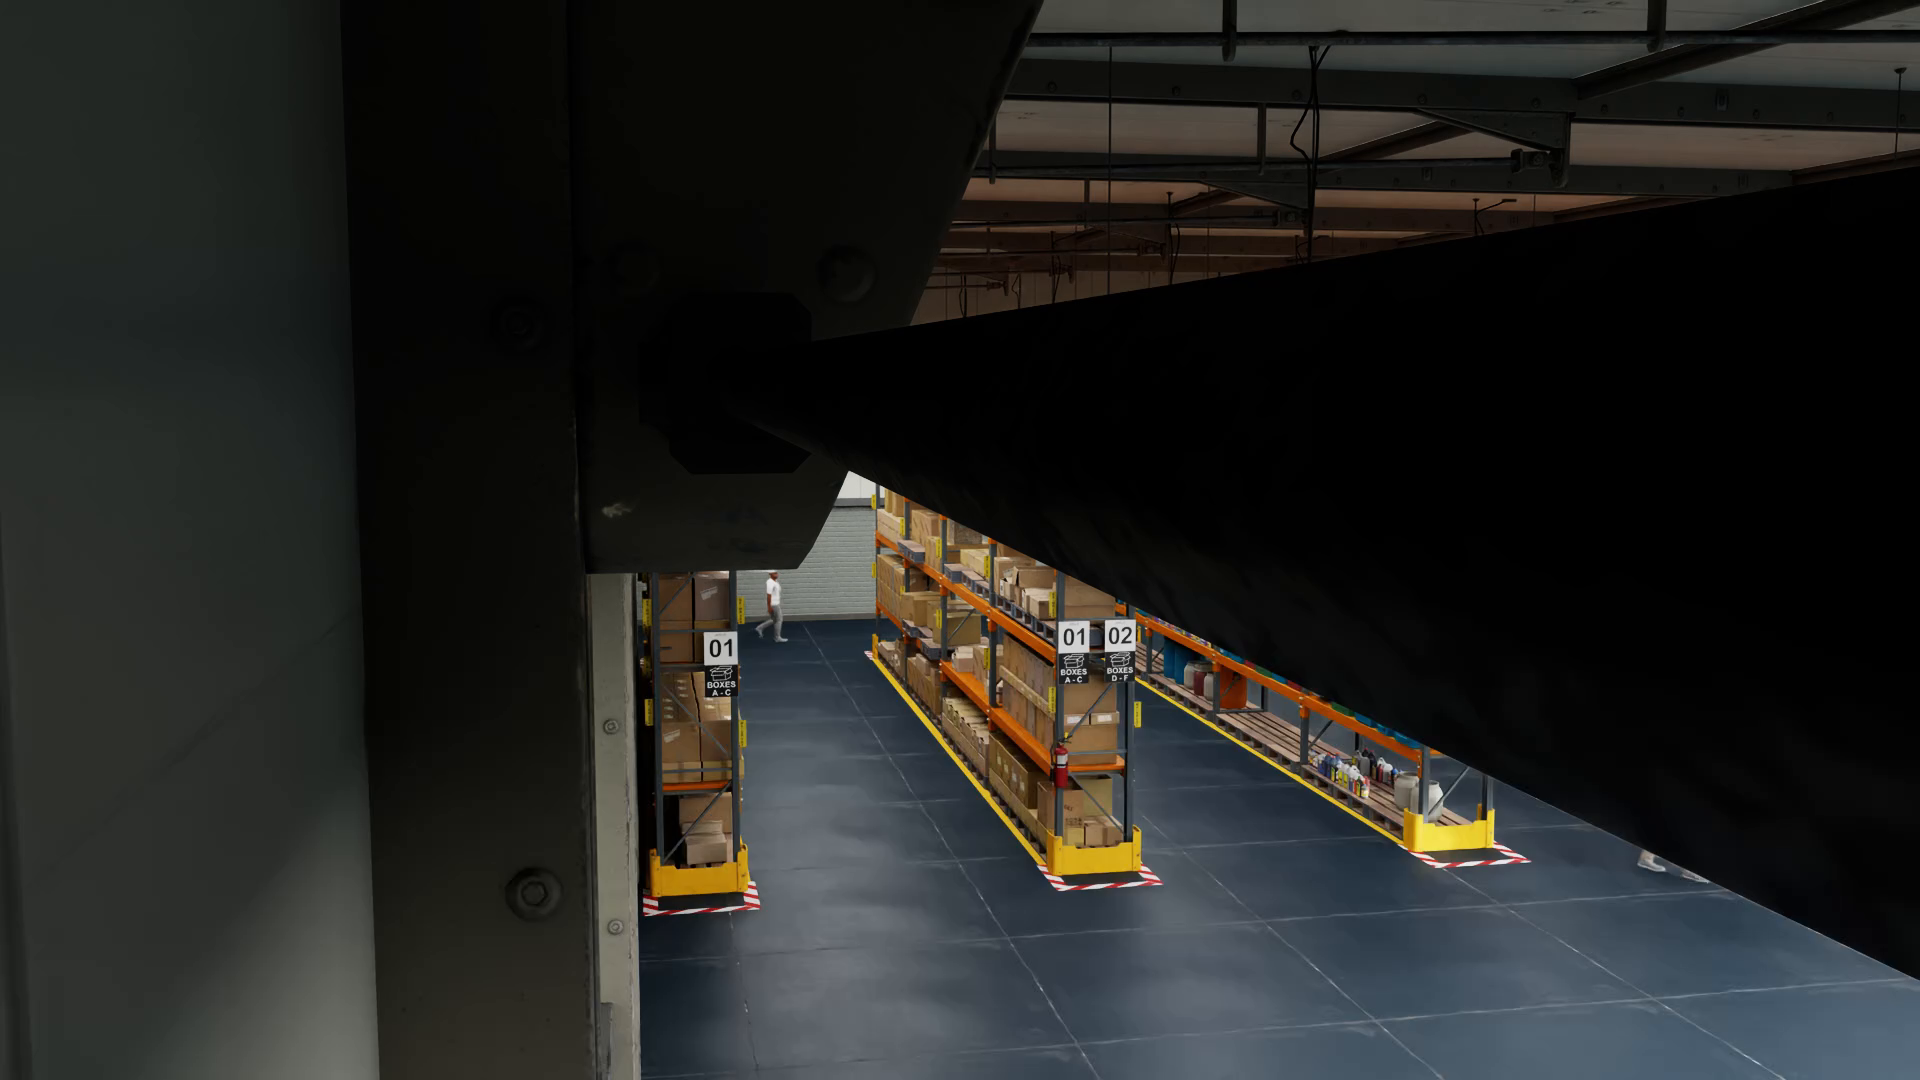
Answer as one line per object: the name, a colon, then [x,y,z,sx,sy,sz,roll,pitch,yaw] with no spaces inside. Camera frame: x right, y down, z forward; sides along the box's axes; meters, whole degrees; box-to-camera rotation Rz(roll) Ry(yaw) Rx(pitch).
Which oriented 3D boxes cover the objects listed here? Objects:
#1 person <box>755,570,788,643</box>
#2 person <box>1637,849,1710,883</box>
person: [-4.376,1.494,38.534,0.741,1.753,0.541,-1,6,-11]
person: [8.944,3.337,20.762,0.830,1.700,0.575,2,6,22]
